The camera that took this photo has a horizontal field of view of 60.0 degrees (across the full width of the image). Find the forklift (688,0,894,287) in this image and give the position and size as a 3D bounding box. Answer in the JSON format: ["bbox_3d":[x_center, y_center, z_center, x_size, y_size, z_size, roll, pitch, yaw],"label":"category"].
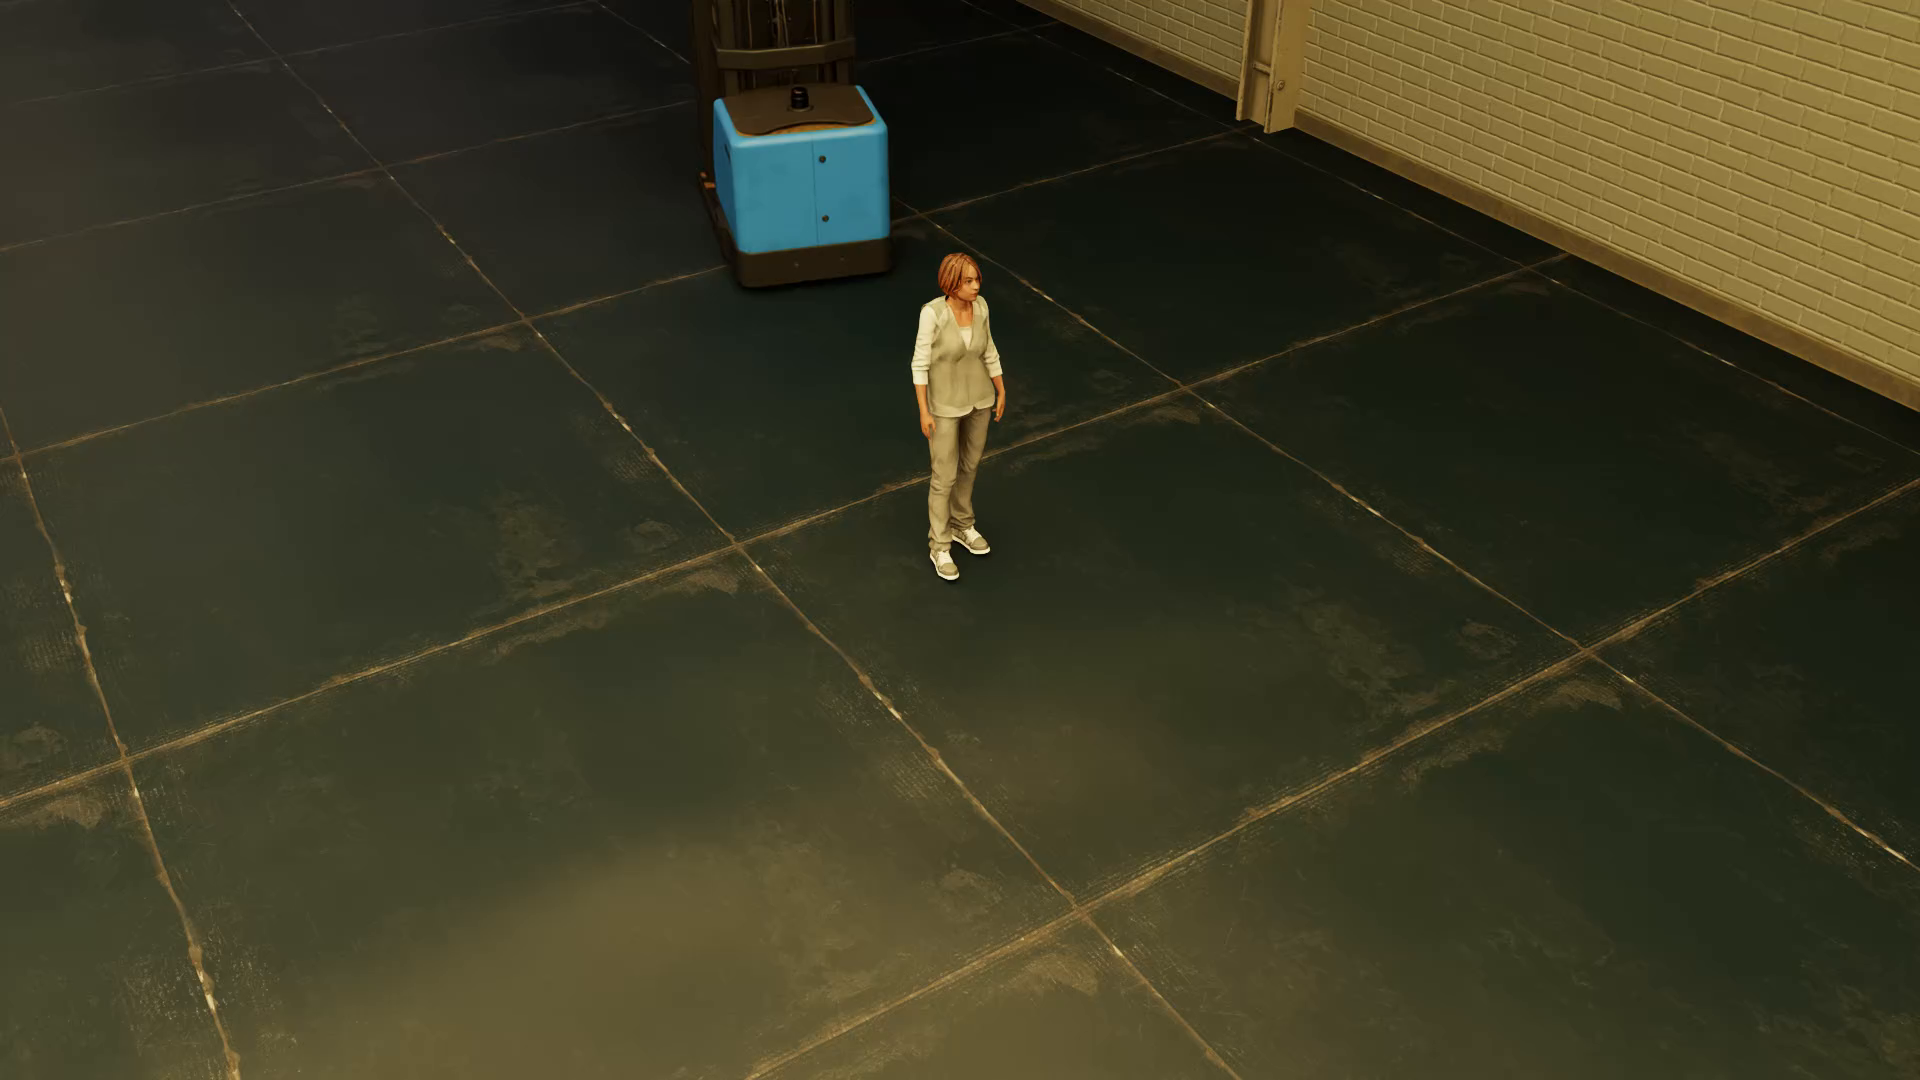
[{"bbox_3d":[-1.329,-3.706,11.422,1.130,2.935,3.031,-9,36,-12],"label":"forklift"}]

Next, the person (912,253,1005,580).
[{"bbox_3d":[0.029,-0.619,8.176,0.520,1.599,0.473,-21,40,-27],"label":"person"}]
